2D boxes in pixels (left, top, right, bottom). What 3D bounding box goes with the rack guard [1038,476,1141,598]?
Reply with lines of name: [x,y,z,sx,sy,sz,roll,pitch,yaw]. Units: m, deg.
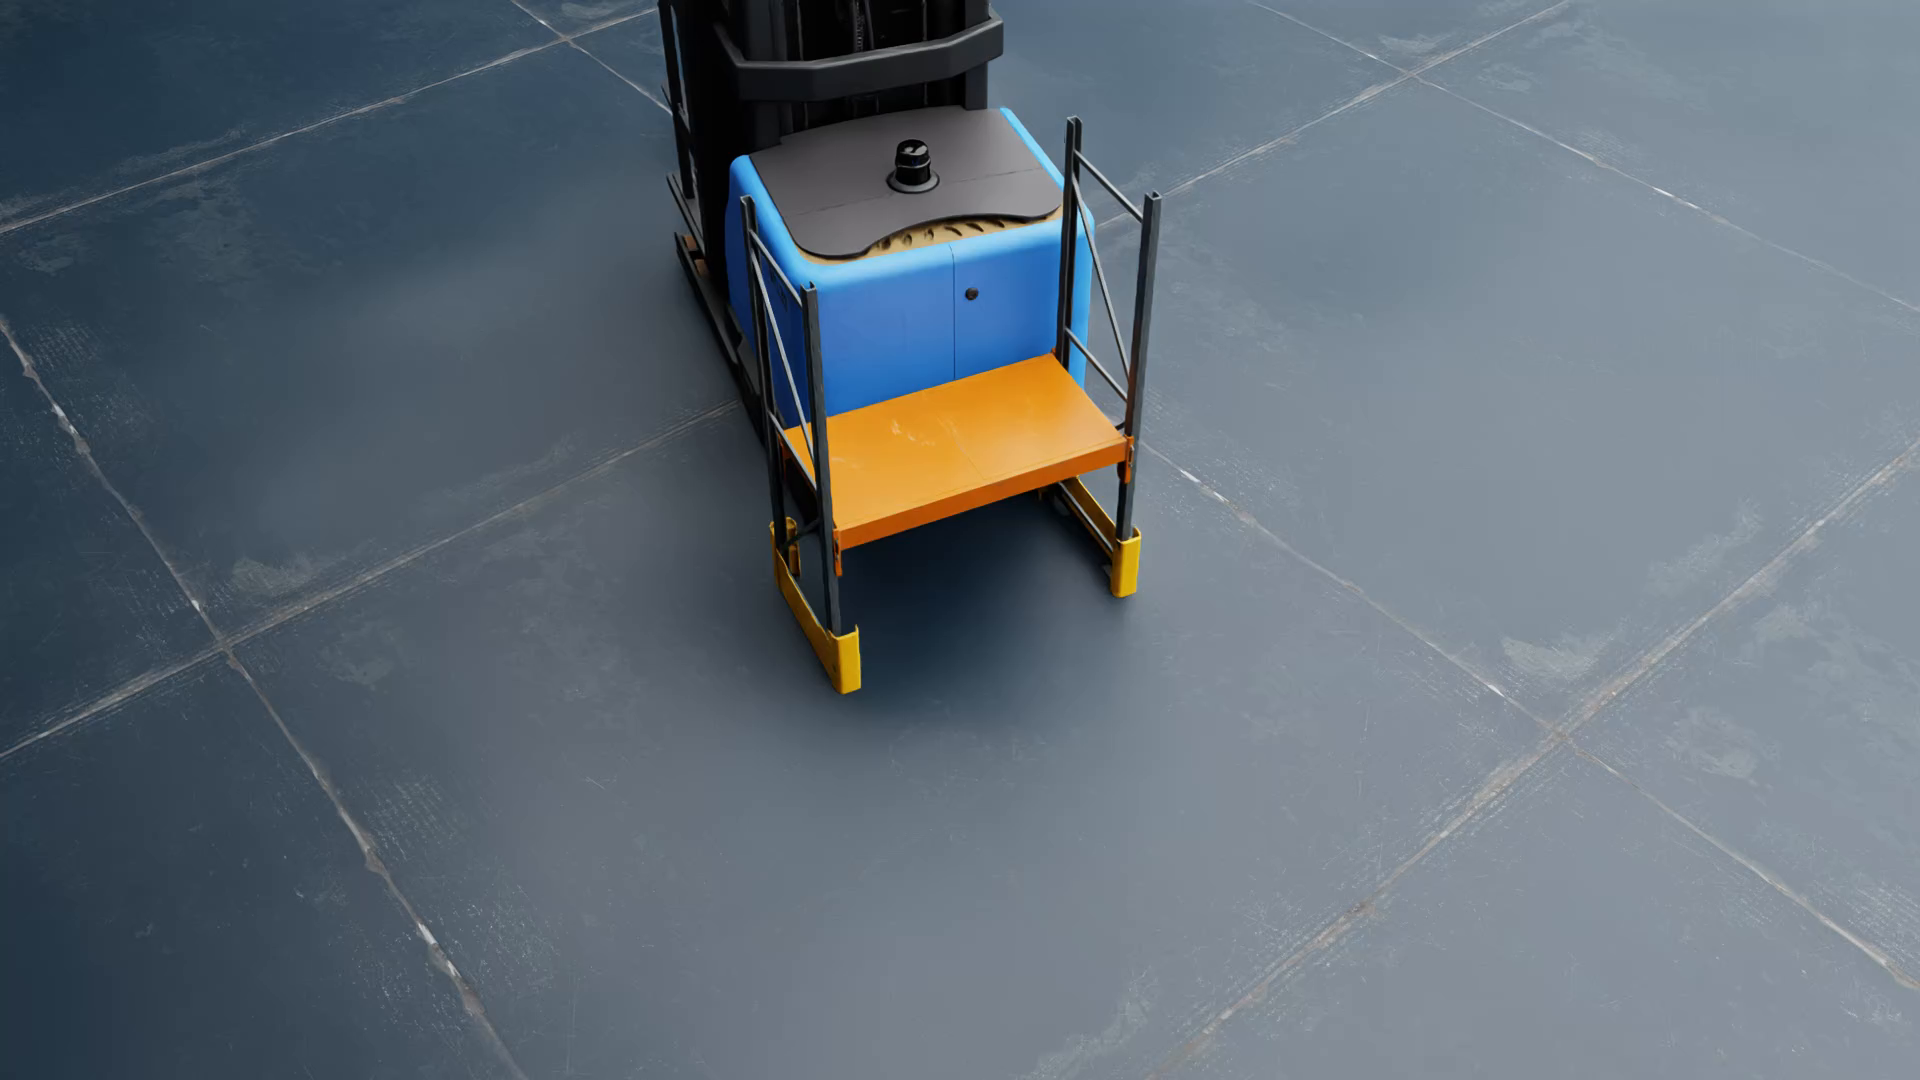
rack guard: [0.433,-0.086,5.659,0.087,0.250,0.587,-18,46,-18]

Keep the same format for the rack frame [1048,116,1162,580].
rack frame: [0.434,-0.542,5.232,0.032,1.500,0.500,-18,46,-18]

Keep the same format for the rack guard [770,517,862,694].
rack guard: [-0.467,0.206,5.349,0.087,0.250,0.587,-18,46,-18]

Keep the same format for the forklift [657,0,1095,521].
forklift: [-0.537,-2.141,5.888,1.130,2.935,3.031,-14,45,-15]

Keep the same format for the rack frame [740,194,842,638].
rack frame: [-0.484,-0.244,4.915,0.032,1.500,0.500,-18,46,-18]

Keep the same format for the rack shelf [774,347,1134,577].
rack shelf: [-0.025,-0.262,5.196,1.000,0.185,0.538,-18,46,-18]

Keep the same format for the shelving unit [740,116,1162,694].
shelving unit: [-0.017,-0.396,5.076,1.083,1.500,0.587,-18,46,-18]
